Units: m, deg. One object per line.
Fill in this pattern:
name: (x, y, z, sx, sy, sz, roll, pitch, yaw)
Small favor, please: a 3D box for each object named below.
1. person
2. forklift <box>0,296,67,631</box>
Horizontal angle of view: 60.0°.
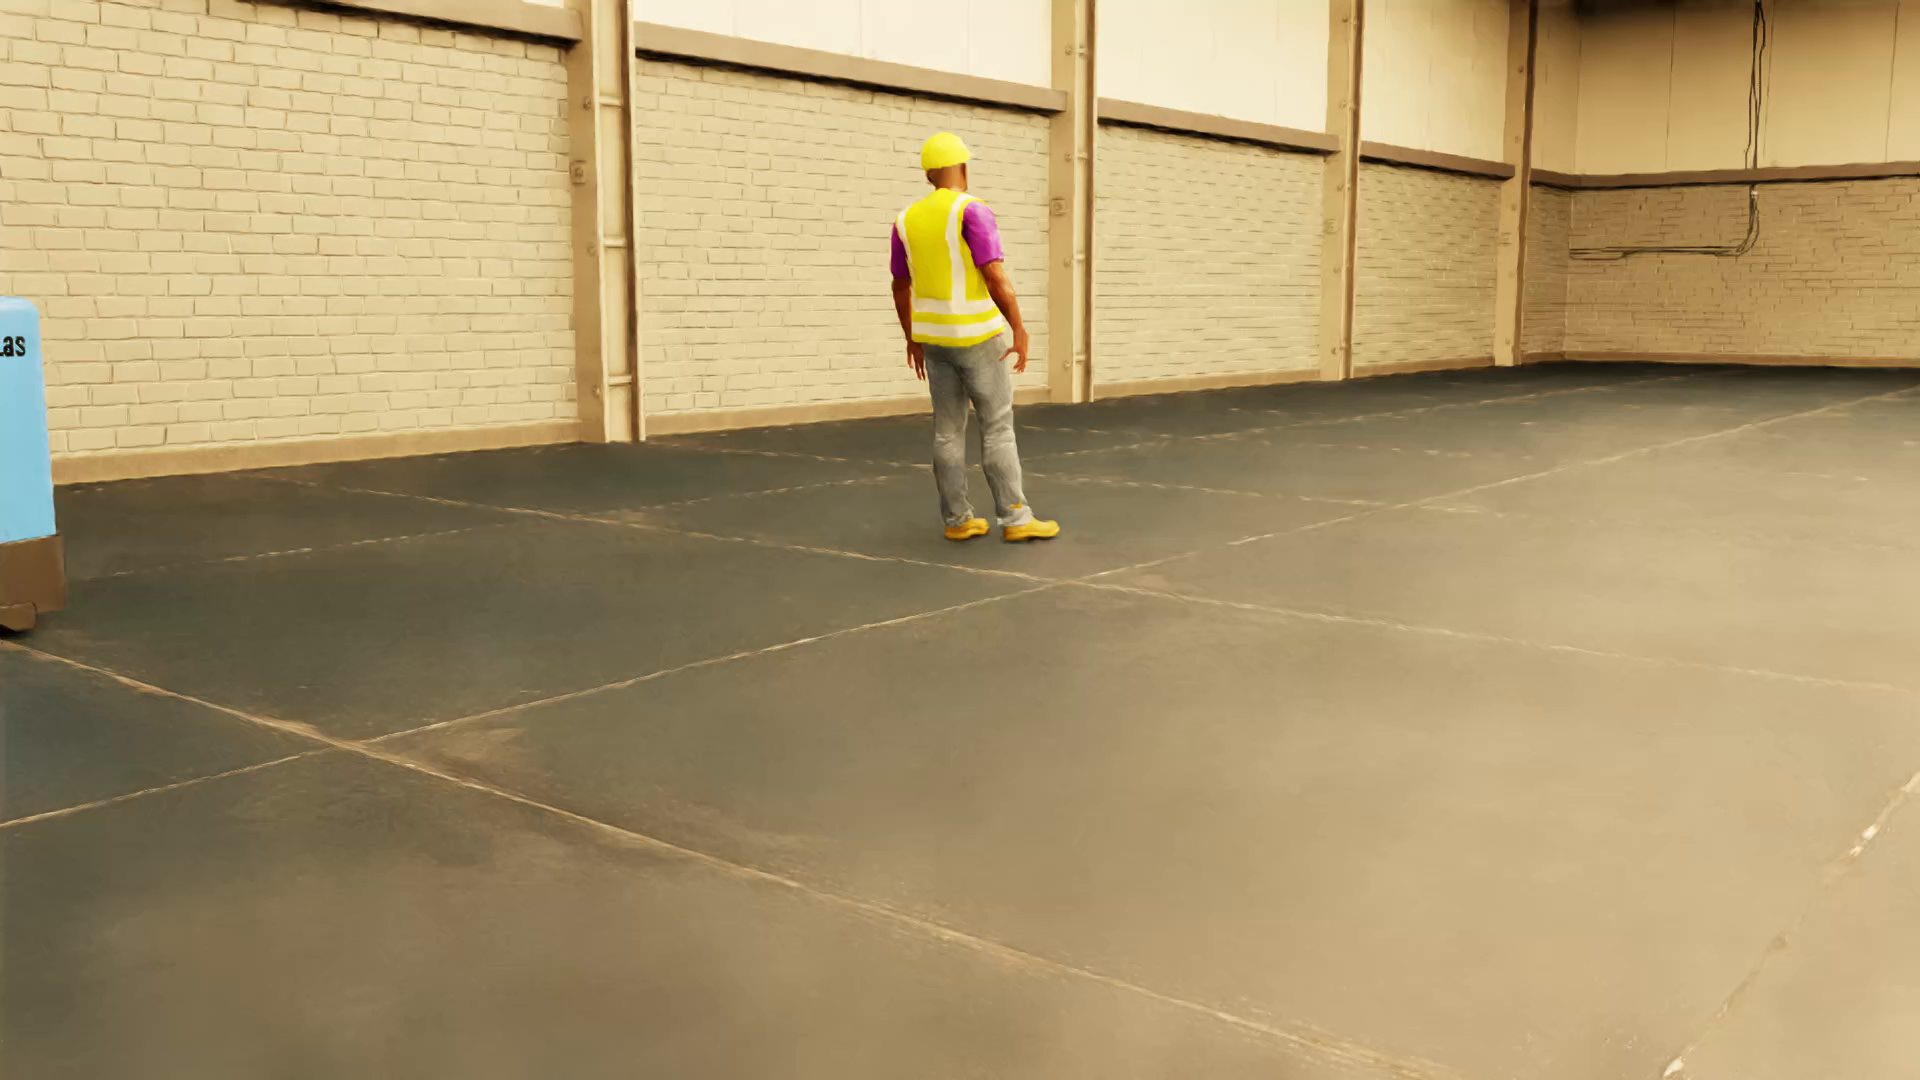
person: (0.048, -0.886, 7.327, 0.665, 1.761, 0.576, 7, 11, 38)
forklift: (-3.875, -0.986, 4.022, 1.130, 2.935, 3.031, 3, 9, 19)
